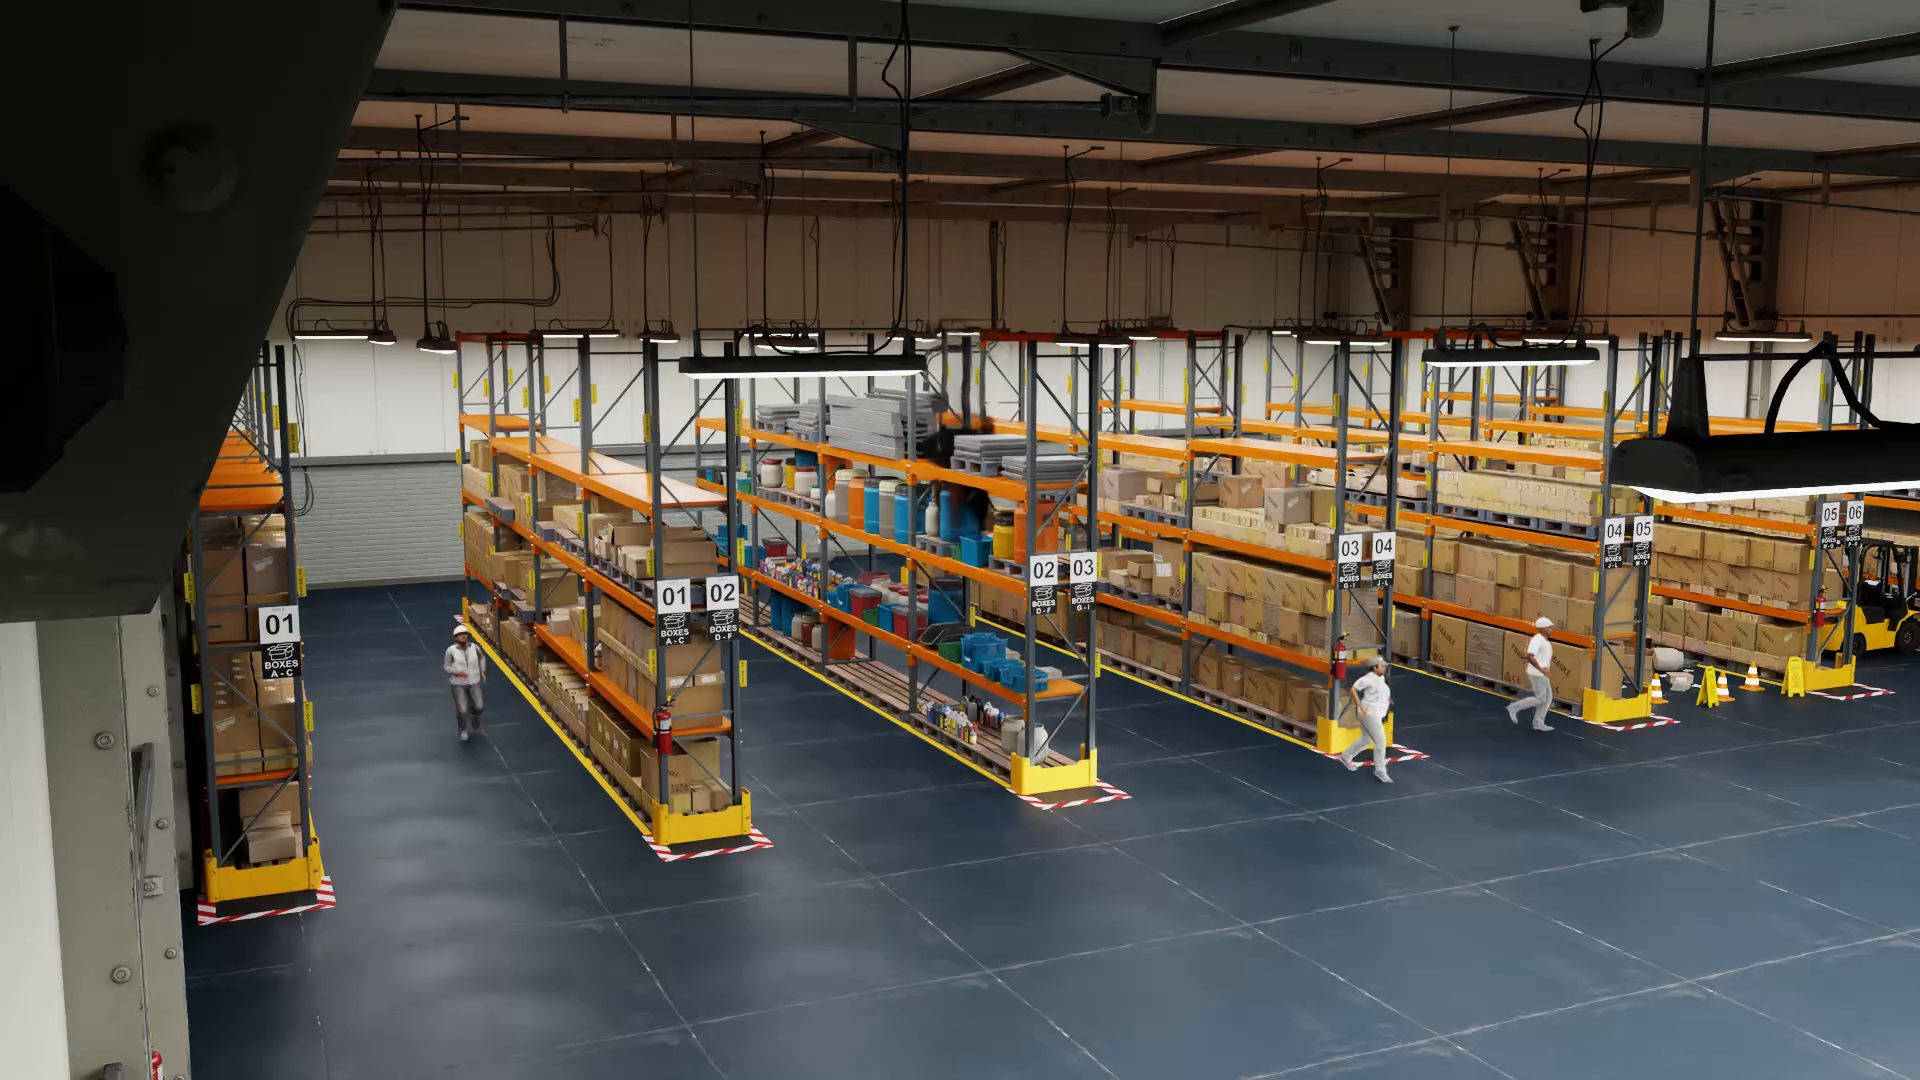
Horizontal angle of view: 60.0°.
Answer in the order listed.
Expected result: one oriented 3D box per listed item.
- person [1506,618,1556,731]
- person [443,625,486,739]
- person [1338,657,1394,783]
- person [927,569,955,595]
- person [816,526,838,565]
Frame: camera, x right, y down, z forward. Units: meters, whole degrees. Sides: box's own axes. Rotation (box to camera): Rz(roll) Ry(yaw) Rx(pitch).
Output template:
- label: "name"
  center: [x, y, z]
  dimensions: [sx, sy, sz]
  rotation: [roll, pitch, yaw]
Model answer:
- label: "person"
  center: [8.802, 2.041, 25.571]
  dimensions: [0.711, 1.735, 0.728]
  rotation: [3, 8, 20]
- label: "person"
  center: [-7.370, 2.140, 24.884]
  dimensions: [0.669, 1.736, 0.591]
  rotation: [-5, 9, -32]
- label: "person"
  center: [5.672, 2.447, 22.949]
  dimensions: [0.835, 1.702, 0.615]
  rotation: [5, 9, 33]
- label: "person"
  center: [-0.200, 1.341, 30.480]
  dimensions: [0.670, 1.846, 0.804]
  rotation: [-5, 9, -34]
- label: "person"
  center: [-3.225, 0.081, 40.253]
  dimensions: [0.554, 1.656, 0.565]
  rotation: [-1, 8, -4]
